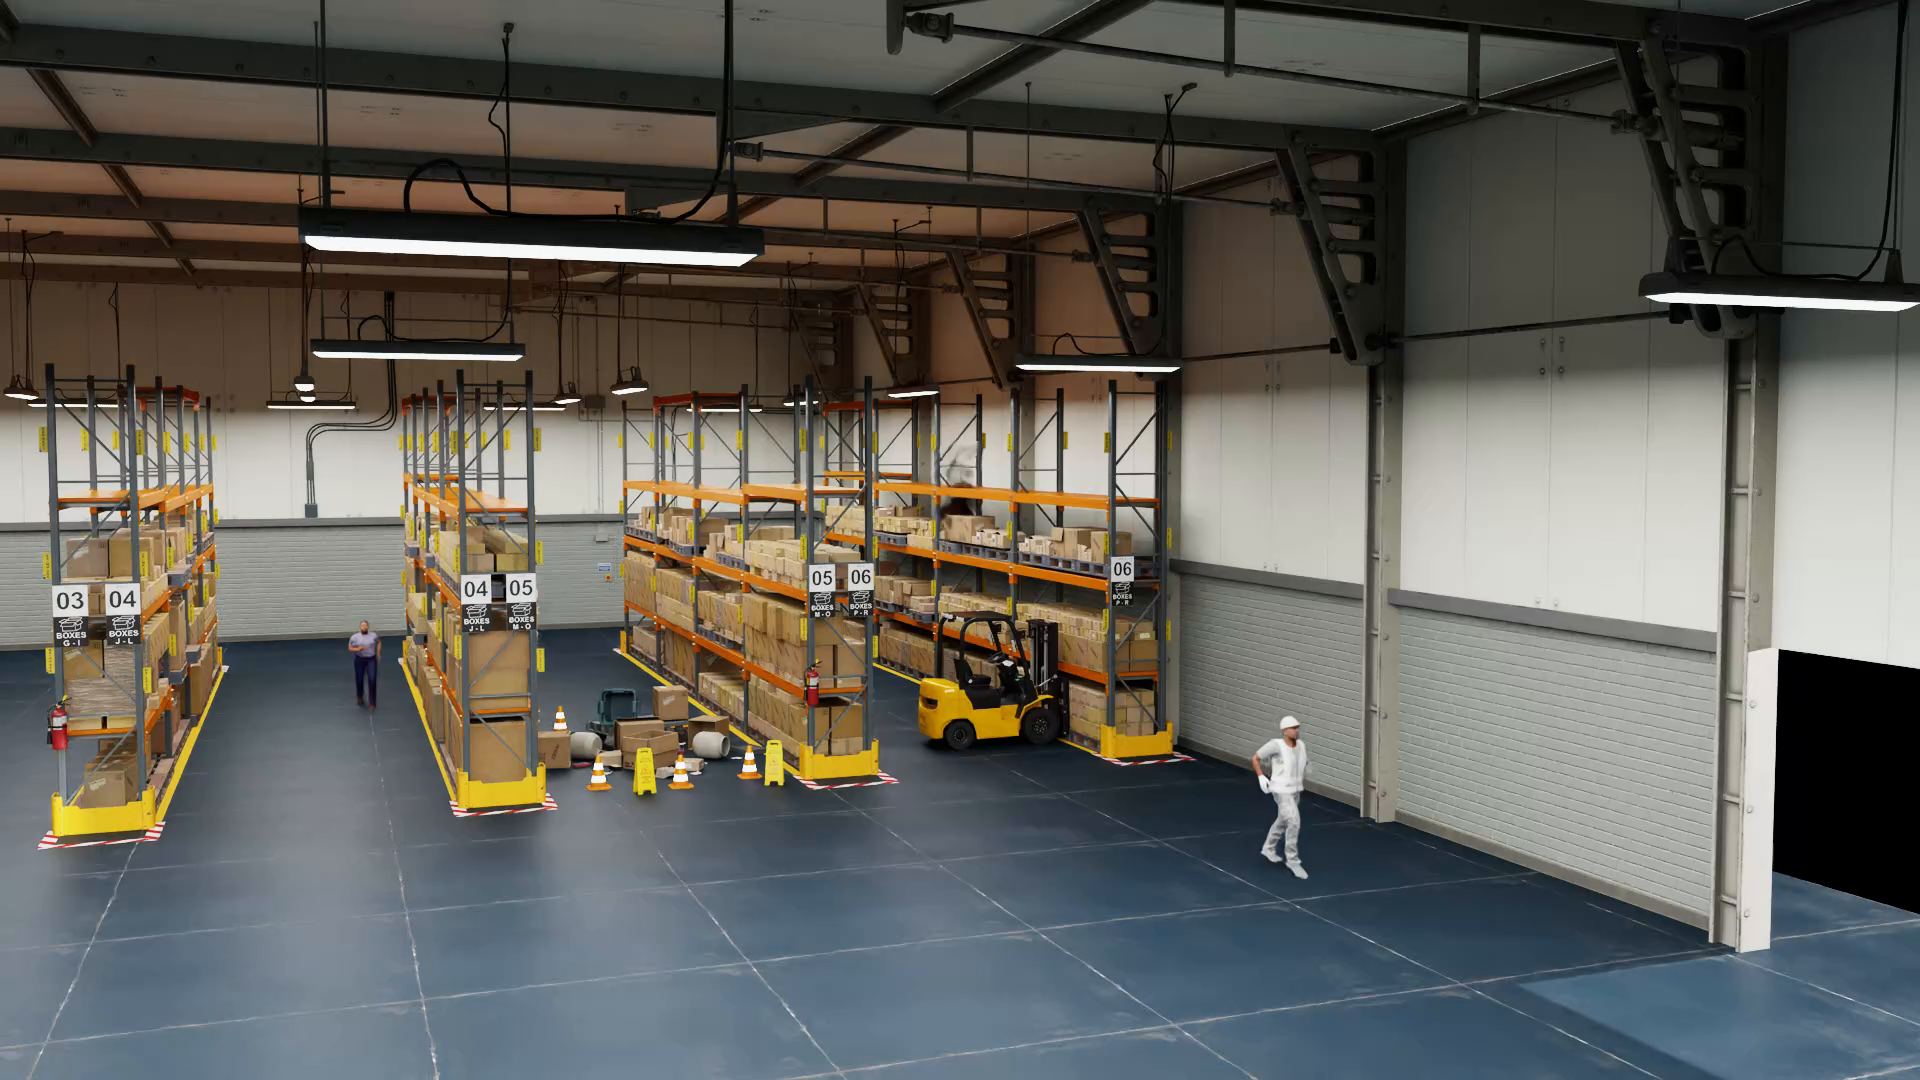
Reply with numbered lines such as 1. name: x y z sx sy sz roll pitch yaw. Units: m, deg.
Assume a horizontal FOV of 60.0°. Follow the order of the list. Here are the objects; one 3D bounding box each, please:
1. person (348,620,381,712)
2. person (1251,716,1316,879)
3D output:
1. person: -11.193 2.345 31.298 0.592 1.664 0.876 -1 4 -22
2. person: 3.814 2.966 19.430 0.690 1.836 0.790 -3 4 -41
